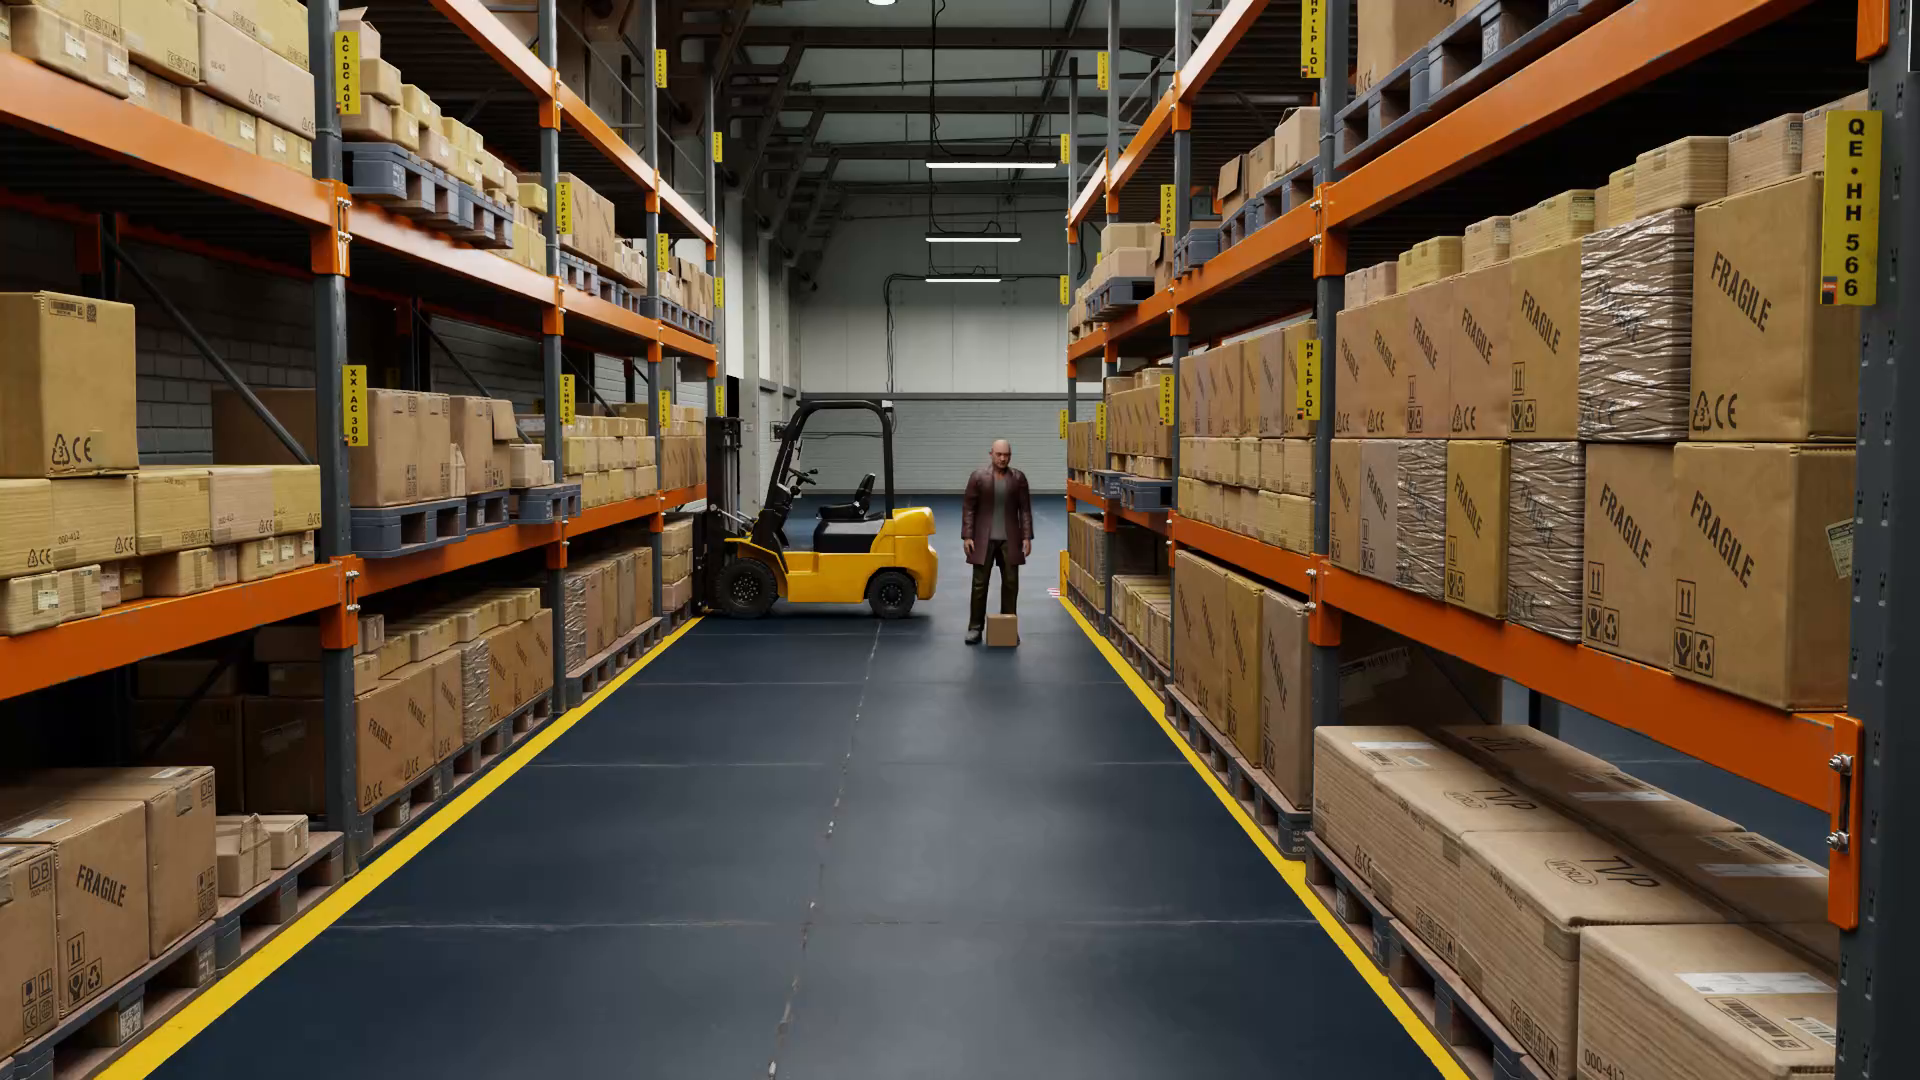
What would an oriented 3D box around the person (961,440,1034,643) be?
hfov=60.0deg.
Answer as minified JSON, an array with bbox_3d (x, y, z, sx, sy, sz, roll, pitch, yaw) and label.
[{"bbox_3d":[0.331,0.006,14.602,0.651,1.773,0.431,0,4,-6],"label":"person"}]
